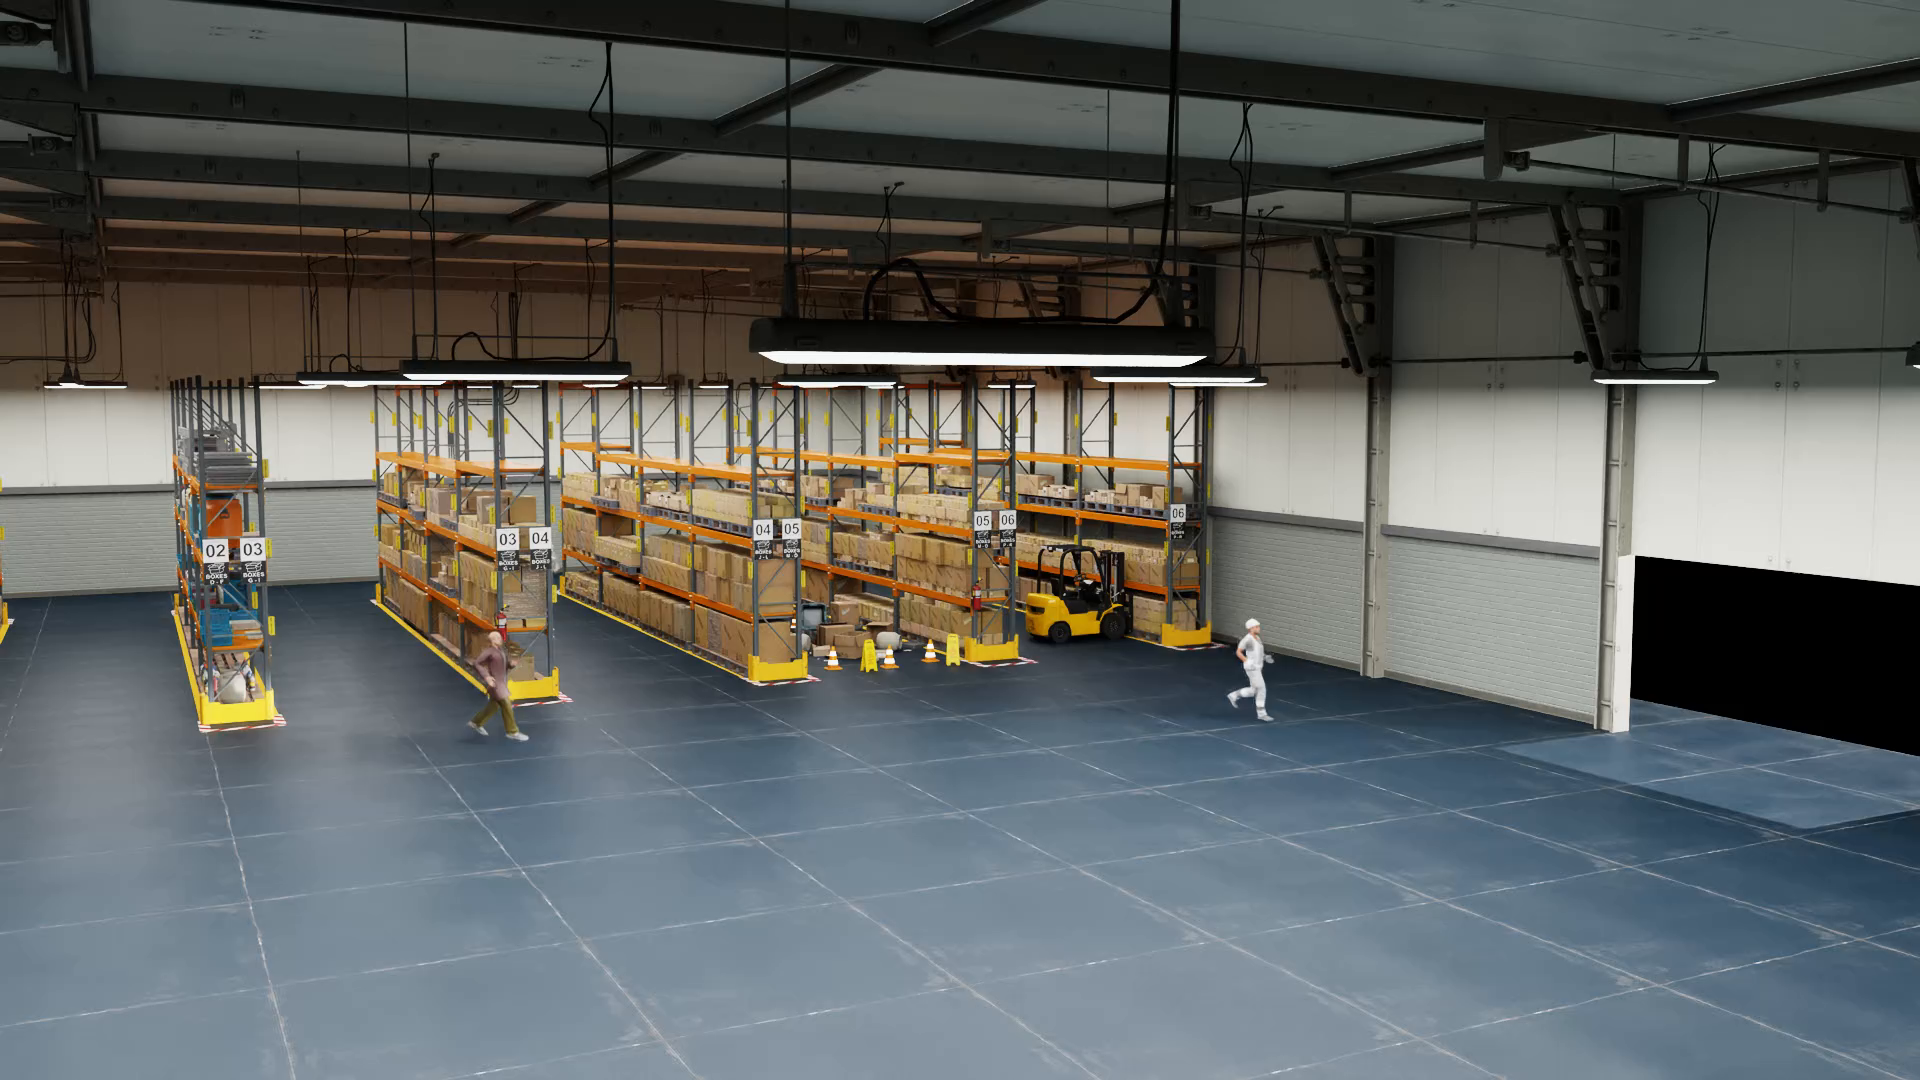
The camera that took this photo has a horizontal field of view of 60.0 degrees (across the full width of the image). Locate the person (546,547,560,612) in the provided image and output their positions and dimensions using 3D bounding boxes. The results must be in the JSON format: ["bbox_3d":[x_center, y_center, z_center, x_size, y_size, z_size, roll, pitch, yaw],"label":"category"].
[{"bbox_3d":[-10.845,0.990,43.747,0.557,1.675,1.077,-3,6,-31],"label":"person"}]

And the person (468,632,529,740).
[{"bbox_3d":[-7.594,2.382,27.275,1.054,1.775,0.698,0,5,3],"label":"person"}]

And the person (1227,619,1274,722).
[{"bbox_3d":[5.083,2.266,29.087,0.872,1.778,0.655,2,6,25],"label":"person"}]
